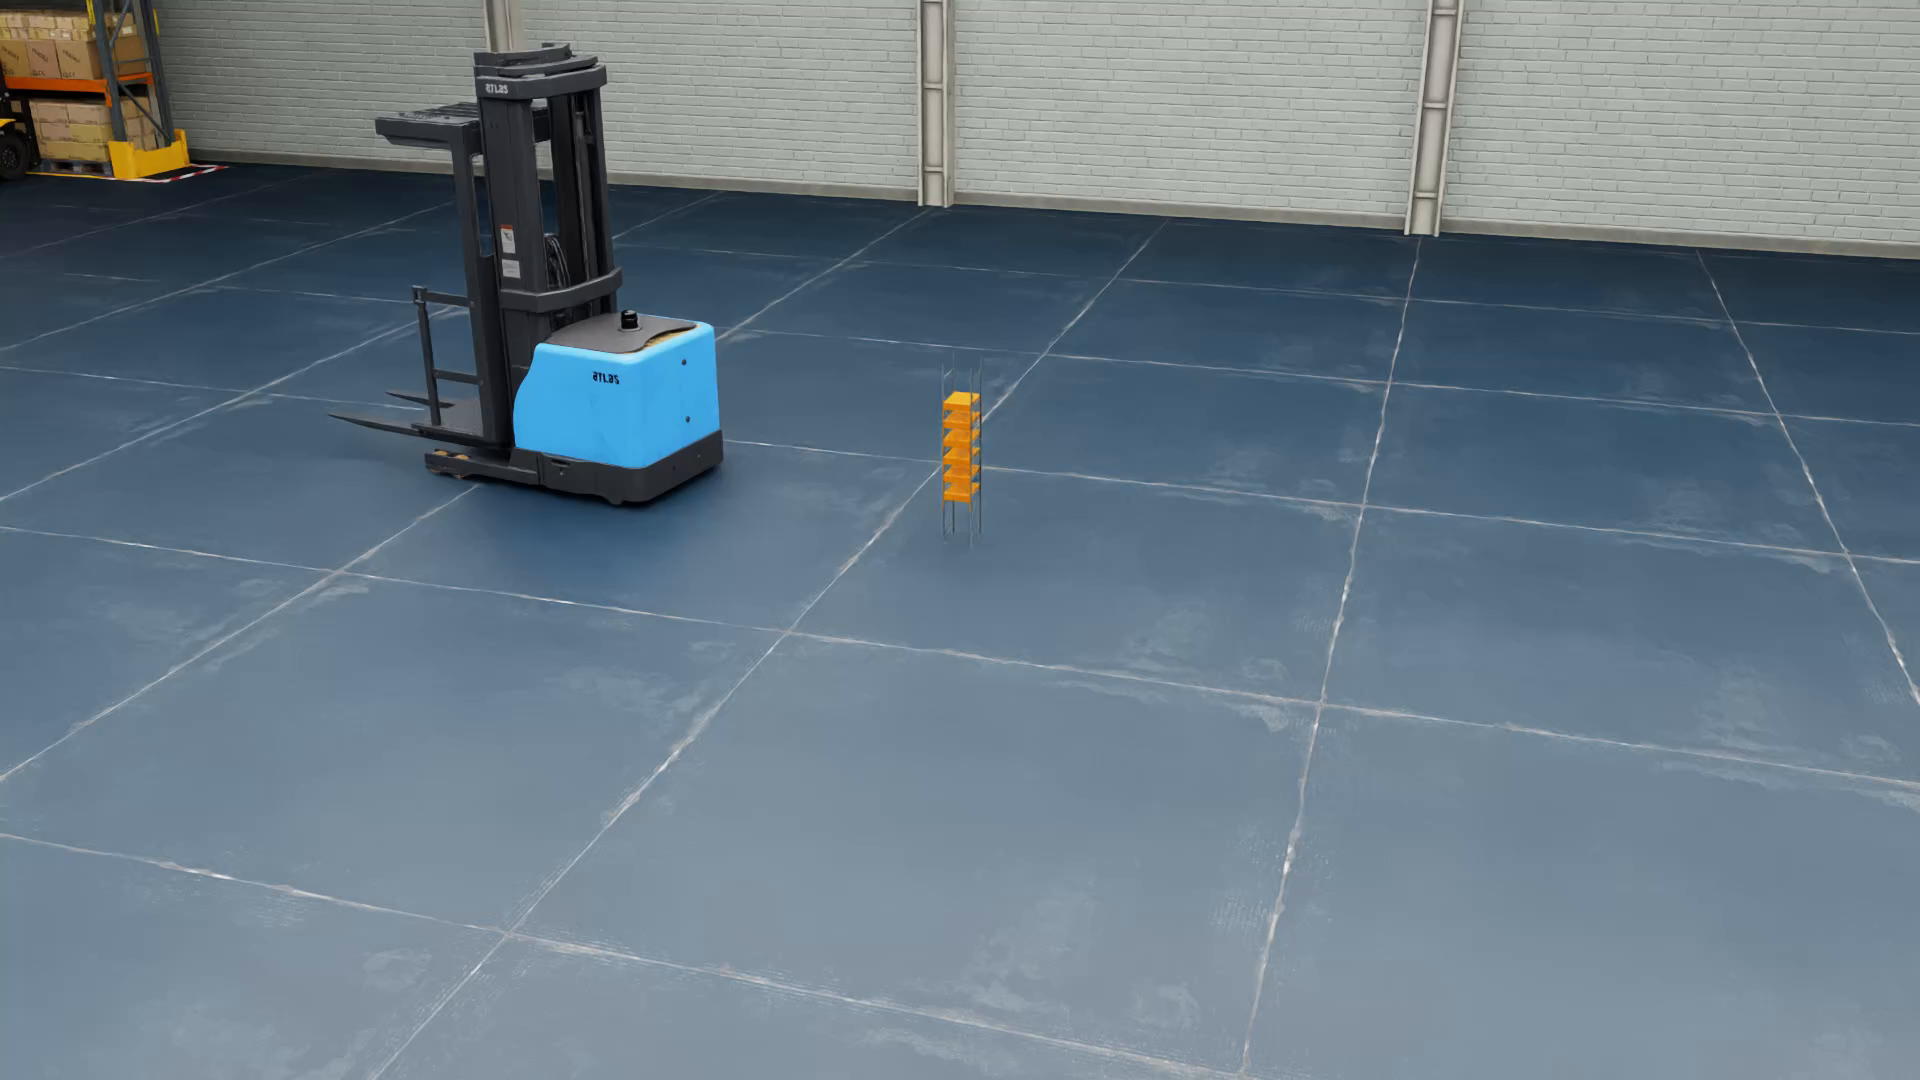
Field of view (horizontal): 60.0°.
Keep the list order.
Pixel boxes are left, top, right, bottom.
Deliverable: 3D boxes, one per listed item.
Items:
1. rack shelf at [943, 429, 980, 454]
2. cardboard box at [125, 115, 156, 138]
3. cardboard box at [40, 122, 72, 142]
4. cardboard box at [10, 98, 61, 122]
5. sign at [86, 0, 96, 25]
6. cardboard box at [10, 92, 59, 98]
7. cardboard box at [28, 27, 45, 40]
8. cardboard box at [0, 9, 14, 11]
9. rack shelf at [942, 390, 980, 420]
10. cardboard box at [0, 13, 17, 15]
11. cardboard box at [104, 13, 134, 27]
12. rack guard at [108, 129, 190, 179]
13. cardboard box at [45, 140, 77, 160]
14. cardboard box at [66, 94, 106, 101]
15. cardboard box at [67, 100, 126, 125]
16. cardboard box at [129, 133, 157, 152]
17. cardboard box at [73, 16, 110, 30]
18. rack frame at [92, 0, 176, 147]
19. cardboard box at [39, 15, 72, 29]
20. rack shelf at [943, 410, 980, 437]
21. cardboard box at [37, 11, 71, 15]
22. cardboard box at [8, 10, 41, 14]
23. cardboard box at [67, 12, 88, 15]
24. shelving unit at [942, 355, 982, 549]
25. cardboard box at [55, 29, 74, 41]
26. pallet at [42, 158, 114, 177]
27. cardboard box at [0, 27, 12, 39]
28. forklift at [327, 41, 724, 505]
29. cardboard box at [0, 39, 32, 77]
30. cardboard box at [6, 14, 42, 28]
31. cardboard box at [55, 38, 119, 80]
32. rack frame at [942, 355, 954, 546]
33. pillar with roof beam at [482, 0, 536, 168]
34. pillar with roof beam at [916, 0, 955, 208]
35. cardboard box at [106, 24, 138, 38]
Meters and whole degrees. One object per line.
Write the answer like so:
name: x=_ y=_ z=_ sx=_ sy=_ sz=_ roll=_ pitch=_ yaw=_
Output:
rack shelf: x=0.014 y=-0.623 z=10.510 sx=0.180 sy=0.103 sz=0.258 roll=7 pitch=23 yaw=16
cardboard box: x=-11.774 y=-5.858 z=23.509 sx=0.500 sy=0.250 sz=0.500 roll=7 pitch=23 yaw=16
cardboard box: x=-12.417 y=-5.730 z=23.196 sx=0.500 sy=0.250 sz=0.500 roll=6 pitch=23 yaw=15
cardboard box: x=-12.891 y=-6.005 z=23.209 sx=0.500 sy=0.250 sz=0.500 roll=7 pitch=23 yaw=16
sign: x=-11.554 y=-7.027 z=22.111 sx=0.005 sy=0.325 sz=0.100 roll=7 pitch=23 yaw=16
cardboard box: x=-13.233 y=-6.254 z=23.817 sx=0.500 sy=0.250 sz=0.500 roll=6 pitch=23 yaw=14
cardboard box: x=-12.514 y=-6.959 z=22.797 sx=0.250 sy=0.149 sz=0.380 roll=6 pitch=23 yaw=15
cardboard box: x=-13.603 y=-7.423 z=23.534 sx=0.250 sy=0.149 sz=0.380 roll=6 pitch=23 yaw=15
rack shelf: x=0.014 y=-0.845 z=10.419 sx=0.180 sy=0.103 sz=0.258 roll=7 pitch=23 yaw=16
cardboard box: x=-13.258 y=-7.190 z=22.968 sx=0.250 sy=0.149 sz=0.380 roll=7 pitch=23 yaw=16
cardboard box: x=-11.643 y=-7.176 z=22.933 sx=0.250 sy=0.149 sz=0.380 roll=6 pitch=23 yaw=14
rack guard: x=-11.361 y=-5.418 z=23.320 sx=0.348 sy=0.500 sz=1.175 roll=7 pitch=23 yaw=16
cardboard box: x=-12.398 y=-5.494 z=23.282 sx=0.500 sy=0.250 sz=0.500 roll=7 pitch=23 yaw=15
cardboard box: x=-12.268 y=-6.137 z=23.531 sx=0.500 sy=0.250 sz=0.500 roll=7 pitch=23 yaw=16
cardboard box: x=-11.915 y=-5.899 z=22.952 sx=0.500 sy=0.250 sz=0.500 roll=7 pitch=23 yaw=17
cardboard box: x=-11.797 y=-5.624 z=23.599 sx=0.500 sy=0.250 sz=0.500 roll=7 pitch=23 yaw=16
cardboard box: x=-11.787 y=-7.024 z=22.563 sx=0.250 sy=0.149 sz=0.380 roll=7 pitch=23 yaw=16
rack frame: x=-11.384 y=-6.577 z=22.852 sx=0.127 sy=3.000 sz=1.000 roll=7 pitch=23 yaw=16
cardboard box: x=-12.291 y=-7.059 z=22.647 sx=0.250 sy=0.149 sz=0.380 roll=7 pitch=23 yaw=17
rack shelf: x=0.014 y=-0.734 z=10.464 sx=0.180 sy=0.103 sz=0.258 roll=7 pitch=23 yaw=16
cardboard box: x=-12.633 y=-7.293 z=23.218 sx=0.250 sy=0.149 sz=0.380 roll=7 pitch=23 yaw=17
cardboard box: x=-13.116 y=-7.356 z=23.371 sx=0.250 sy=0.149 sz=0.380 roll=7 pitch=23 yaw=16
cardboard box: x=-12.141 y=-7.241 z=23.091 sx=0.250 sy=0.149 sz=0.380 roll=7 pitch=23 yaw=17
shelving unit: x=0.014 y=-0.554 z=10.538 sx=0.189 sy=1.200 sz=0.258 roll=7 pitch=23 yaw=16
cardboard box: x=-12.050 y=-6.877 z=22.597 sx=0.250 sy=0.149 sz=0.380 roll=7 pitch=23 yaw=16
pallet: x=-12.128 y=-5.356 z=23.549 sx=1.213 sy=0.211 sz=1.003 roll=7 pitch=23 yaw=16
cardboard box: x=-13.032 y=-6.992 z=22.876 sx=0.250 sy=0.149 sz=0.380 roll=7 pitch=23 yaw=16
forklift: x=-3.260 y=-1.963 z=11.693 sx=3.031 sy=2.935 sz=1.130 roll=11 pitch=25 yaw=24
cardboard box: x=-12.915 y=-6.698 z=23.016 sx=0.500 sy=0.500 sz=0.500 roll=6 pitch=23 yaw=14
cardboard box: x=-12.789 y=-7.101 z=22.751 sx=0.250 sy=0.149 sz=0.380 roll=7 pitch=23 yaw=17
cardboard box: x=-11.931 y=-6.582 z=22.732 sx=0.500 sy=0.500 sz=0.500 roll=6 pitch=23 yaw=14
rack frame: x=-0.074 y=-0.564 z=10.563 sx=0.006 sy=1.200 sz=0.240 roll=7 pitch=23 yaw=16
pillar with roof beam: x=-7.289 y=-7.535 z=17.282 sx=0.400 sy=9.000 sz=9.100 roll=7 pitch=23 yaw=16
pillar with roof beam: x=-1.545 y=-6.877 z=15.678 sx=0.400 sy=9.000 sz=9.100 roll=7 pitch=23 yaw=16
cardboard box: x=-11.633 y=-7.055 z=23.031 sx=0.250 sy=0.149 sz=0.380 roll=6 pitch=23 yaw=14
